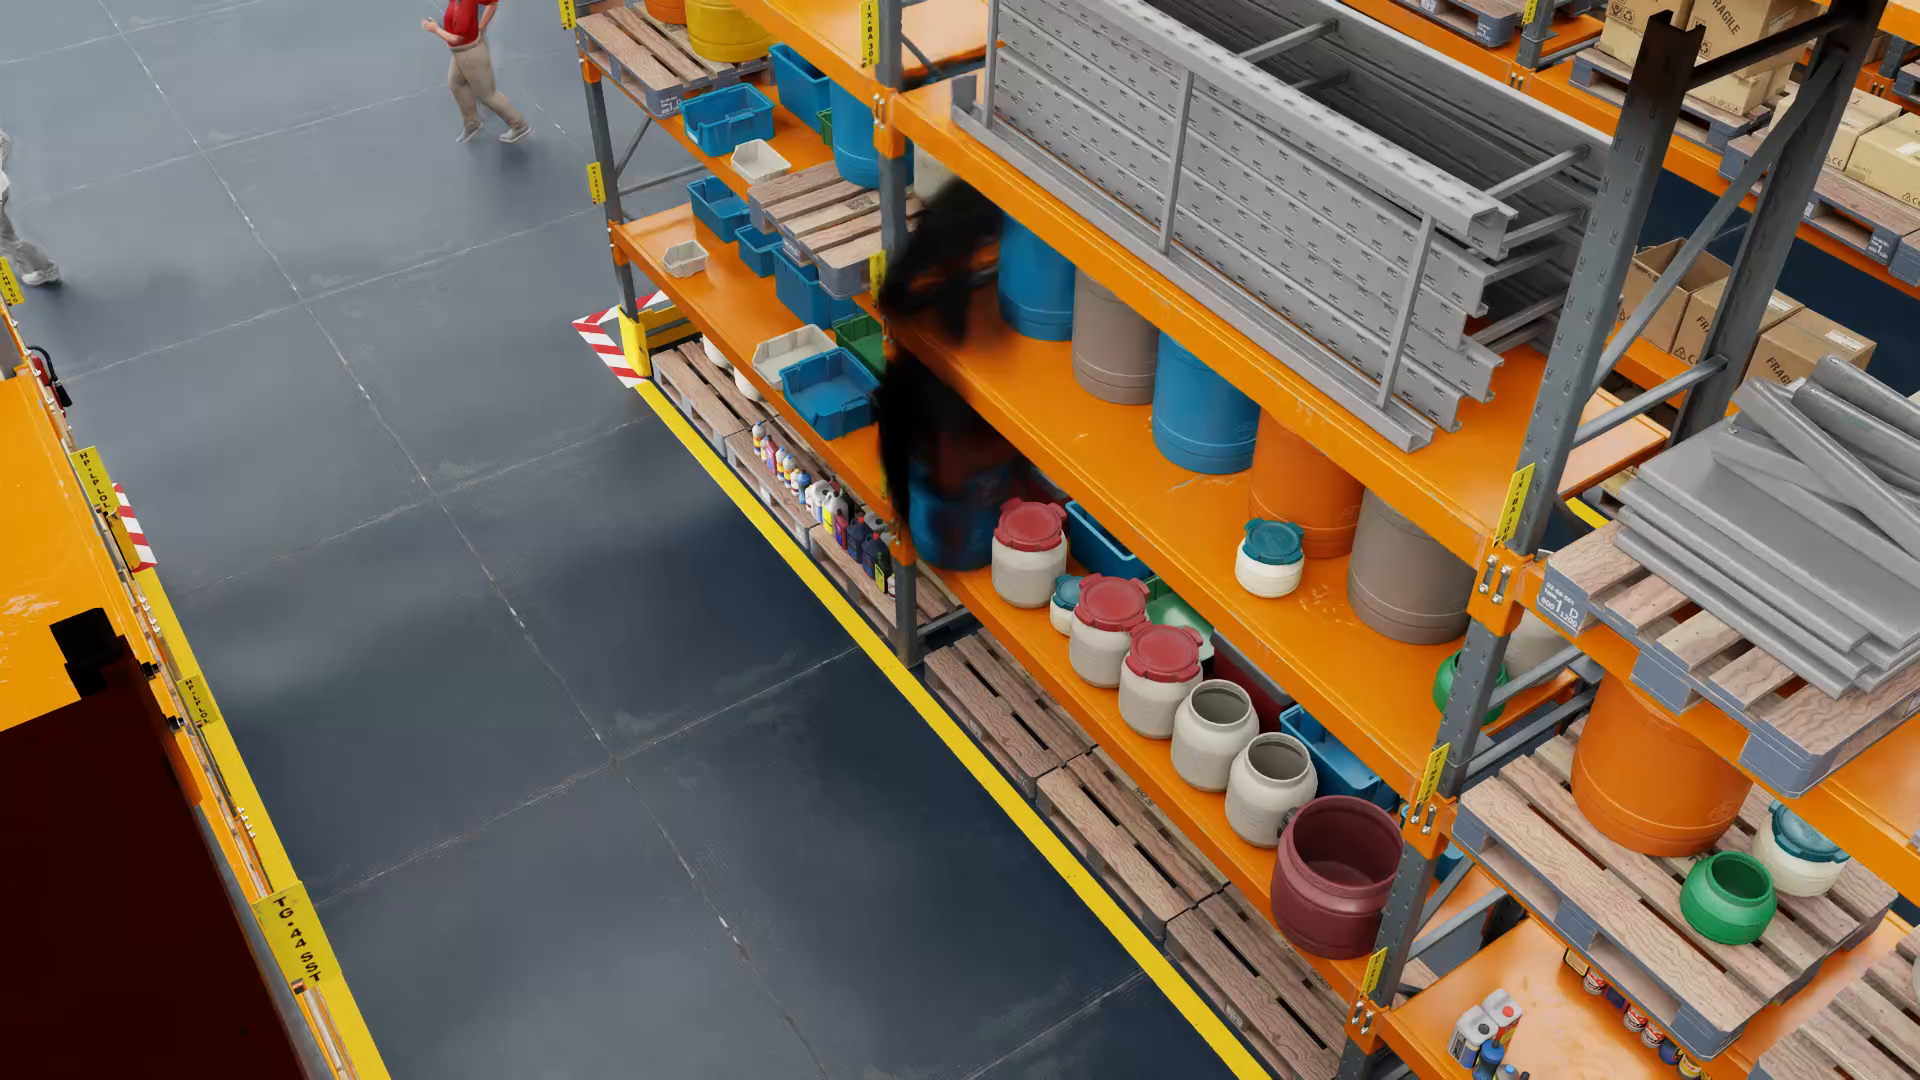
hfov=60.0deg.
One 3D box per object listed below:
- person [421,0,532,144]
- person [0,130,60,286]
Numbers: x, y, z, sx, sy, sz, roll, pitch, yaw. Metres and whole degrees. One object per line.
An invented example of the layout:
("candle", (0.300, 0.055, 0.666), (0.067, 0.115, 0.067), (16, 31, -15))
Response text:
("person", (-4.469, -4.425, 15.307), (0.798, 1.798, 0.637), (-7, 43, -7))
("person", (-7.972, -2.798, 13.518), (0.704, 1.788, 0.631), (-3, 43, -3))
